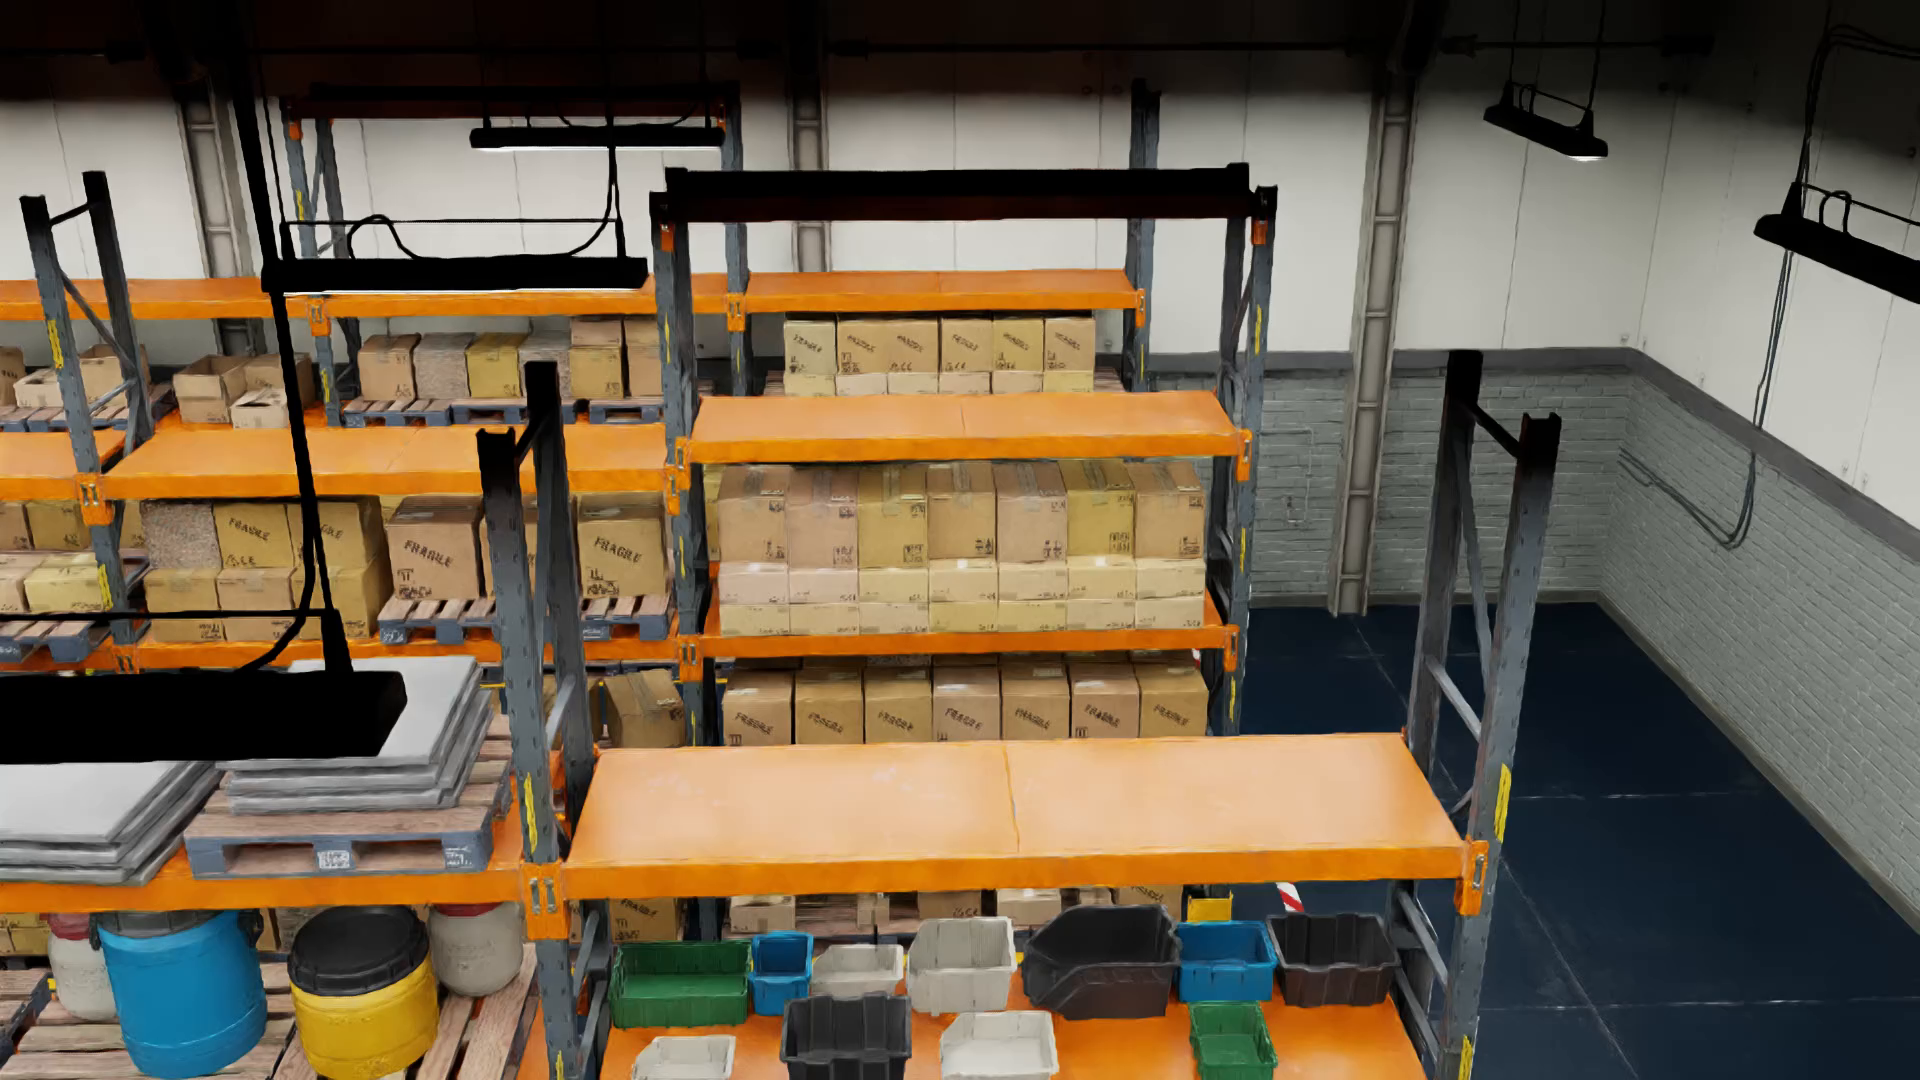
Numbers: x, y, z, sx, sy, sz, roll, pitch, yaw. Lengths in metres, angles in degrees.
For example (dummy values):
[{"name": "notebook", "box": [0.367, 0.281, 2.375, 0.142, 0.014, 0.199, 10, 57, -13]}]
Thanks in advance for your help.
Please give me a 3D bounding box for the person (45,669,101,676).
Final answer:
[{"name": "person", "box": [-8.452, 1.233, 15.822, 1.034, 1.709, 0.569, -4, 23, -11]}]
